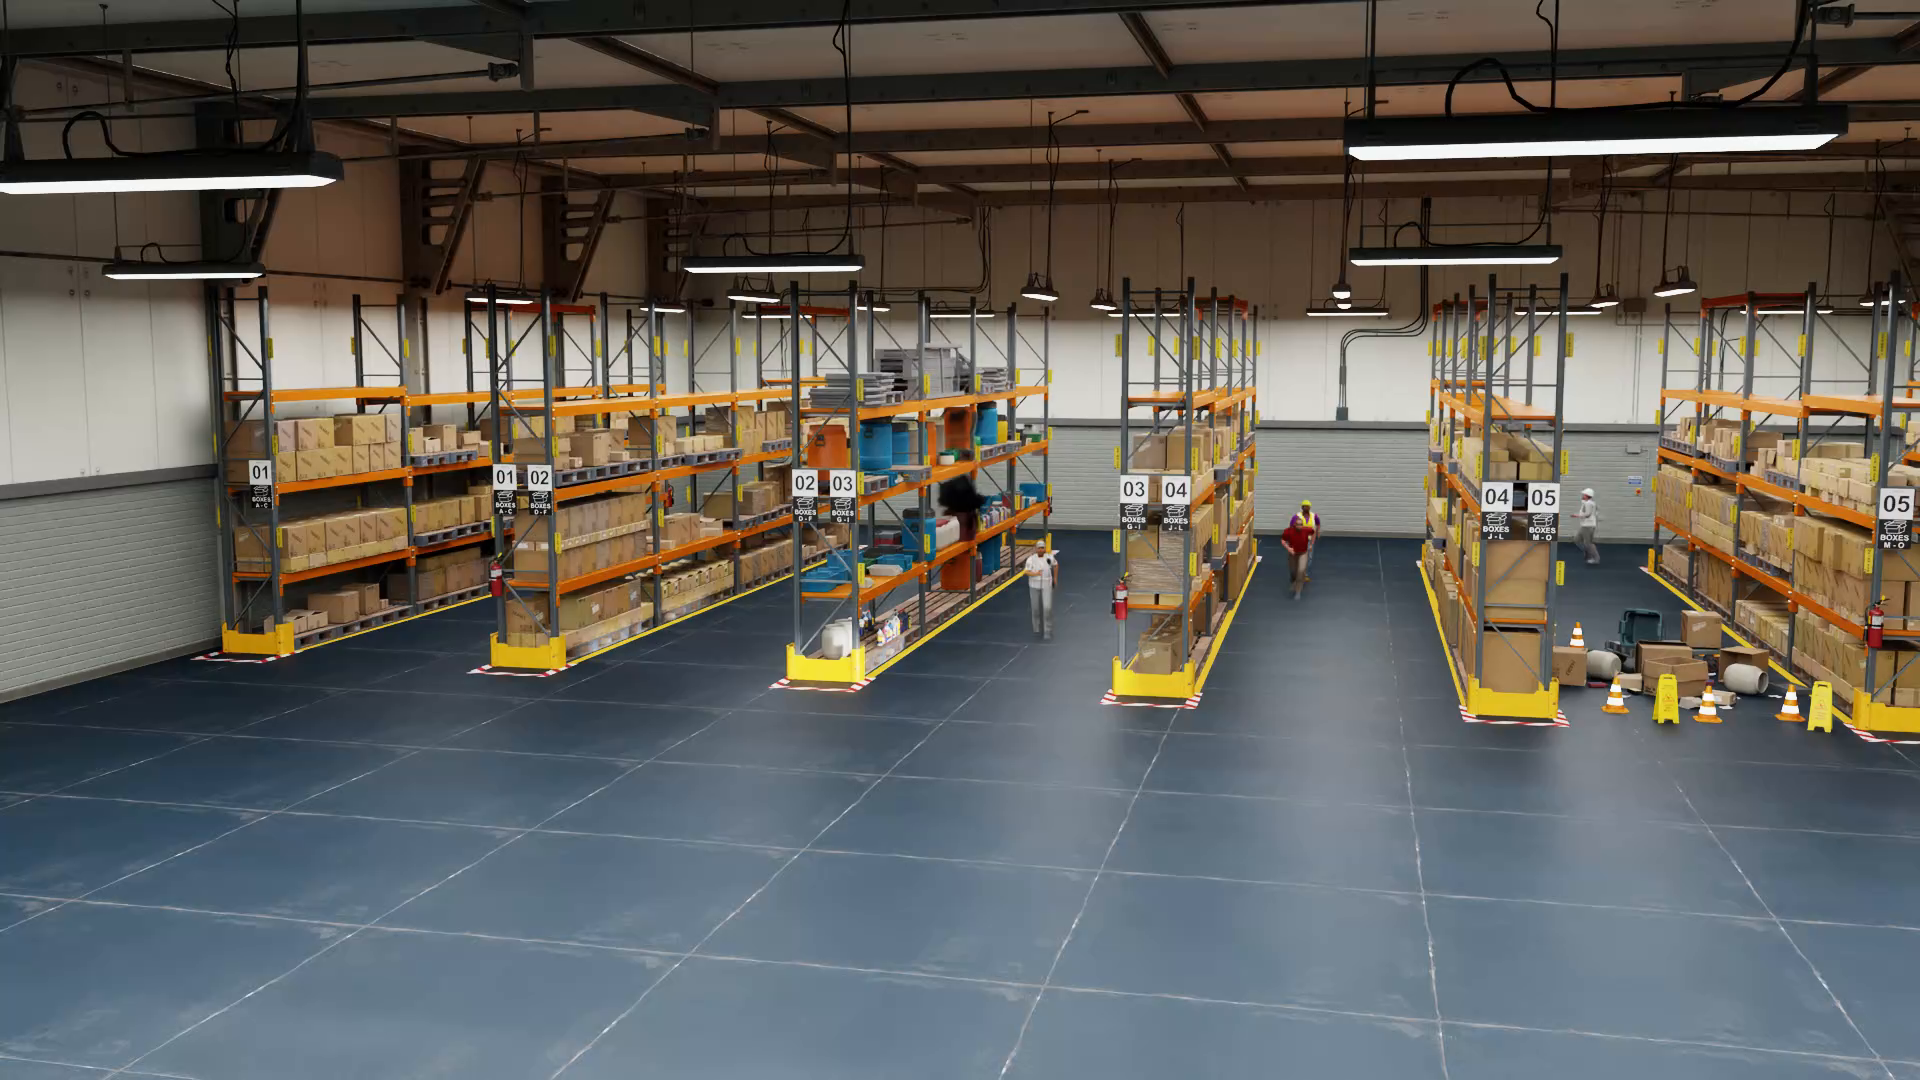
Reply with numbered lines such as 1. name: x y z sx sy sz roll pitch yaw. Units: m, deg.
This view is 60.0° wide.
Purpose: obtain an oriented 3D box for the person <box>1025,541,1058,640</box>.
1. person: 1.416 0.876 28.920 0.576 1.754 0.779 0 7 3

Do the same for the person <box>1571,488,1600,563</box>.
1. person: 14.587 -0.316 38.772 0.681 1.775 0.634 2 7 19

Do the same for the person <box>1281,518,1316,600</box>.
1. person: 6.819 0.352 33.634 0.702 1.693 1.019 1 7 5

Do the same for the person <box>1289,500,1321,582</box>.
1. person: 7.493 0.004 36.071 0.701 1.747 0.824 0 7 2
